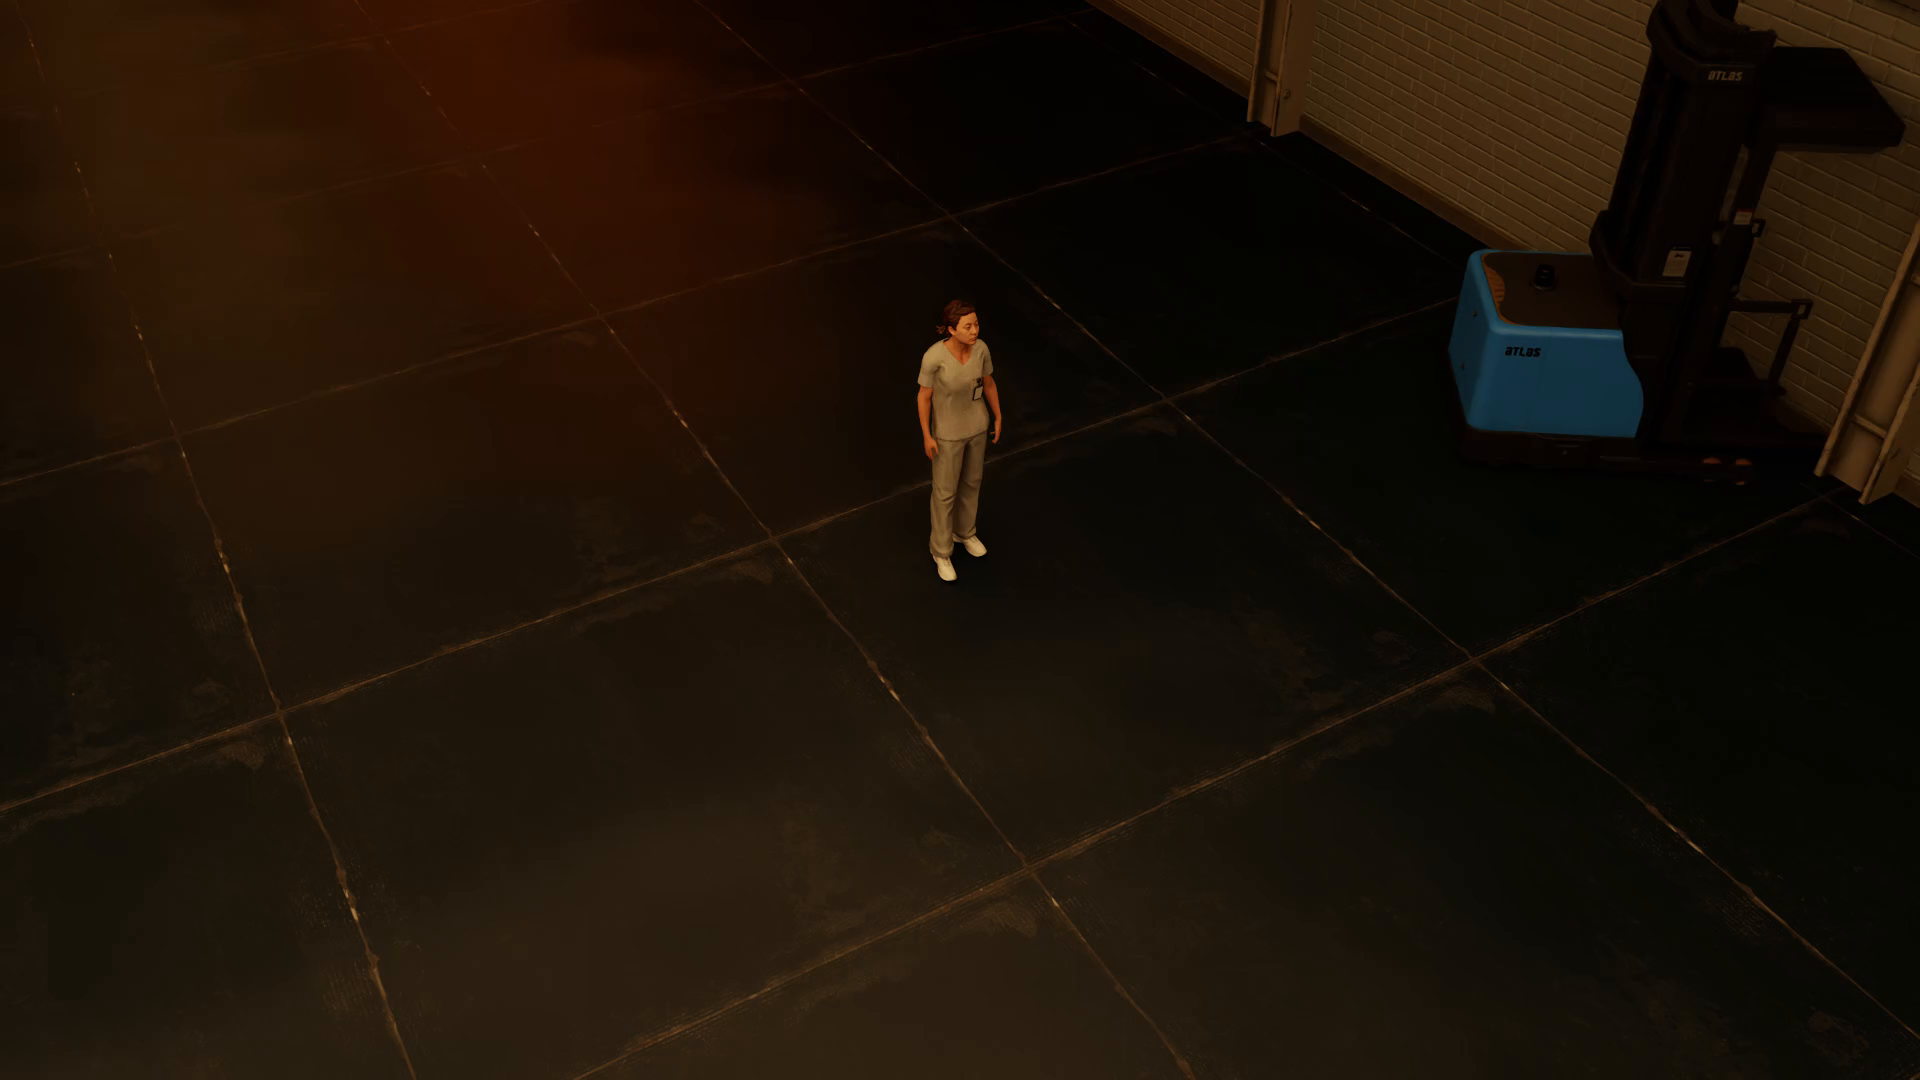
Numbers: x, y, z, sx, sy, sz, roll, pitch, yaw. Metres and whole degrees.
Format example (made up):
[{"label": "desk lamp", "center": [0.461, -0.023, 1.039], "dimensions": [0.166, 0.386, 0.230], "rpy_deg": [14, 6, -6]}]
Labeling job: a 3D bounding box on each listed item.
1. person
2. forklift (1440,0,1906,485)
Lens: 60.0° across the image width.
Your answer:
[{"label": "person", "center": [0.025, -0.605, 9.738], "dimensions": [0.549, 1.673, 0.548], "rpy_deg": [-20, 44, -23]}, {"label": "forklift", "center": [4.810, -1.842, 10.257], "dimensions": [3.031, 2.935, 1.130], "rpy_deg": [3, 40, 4]}]
